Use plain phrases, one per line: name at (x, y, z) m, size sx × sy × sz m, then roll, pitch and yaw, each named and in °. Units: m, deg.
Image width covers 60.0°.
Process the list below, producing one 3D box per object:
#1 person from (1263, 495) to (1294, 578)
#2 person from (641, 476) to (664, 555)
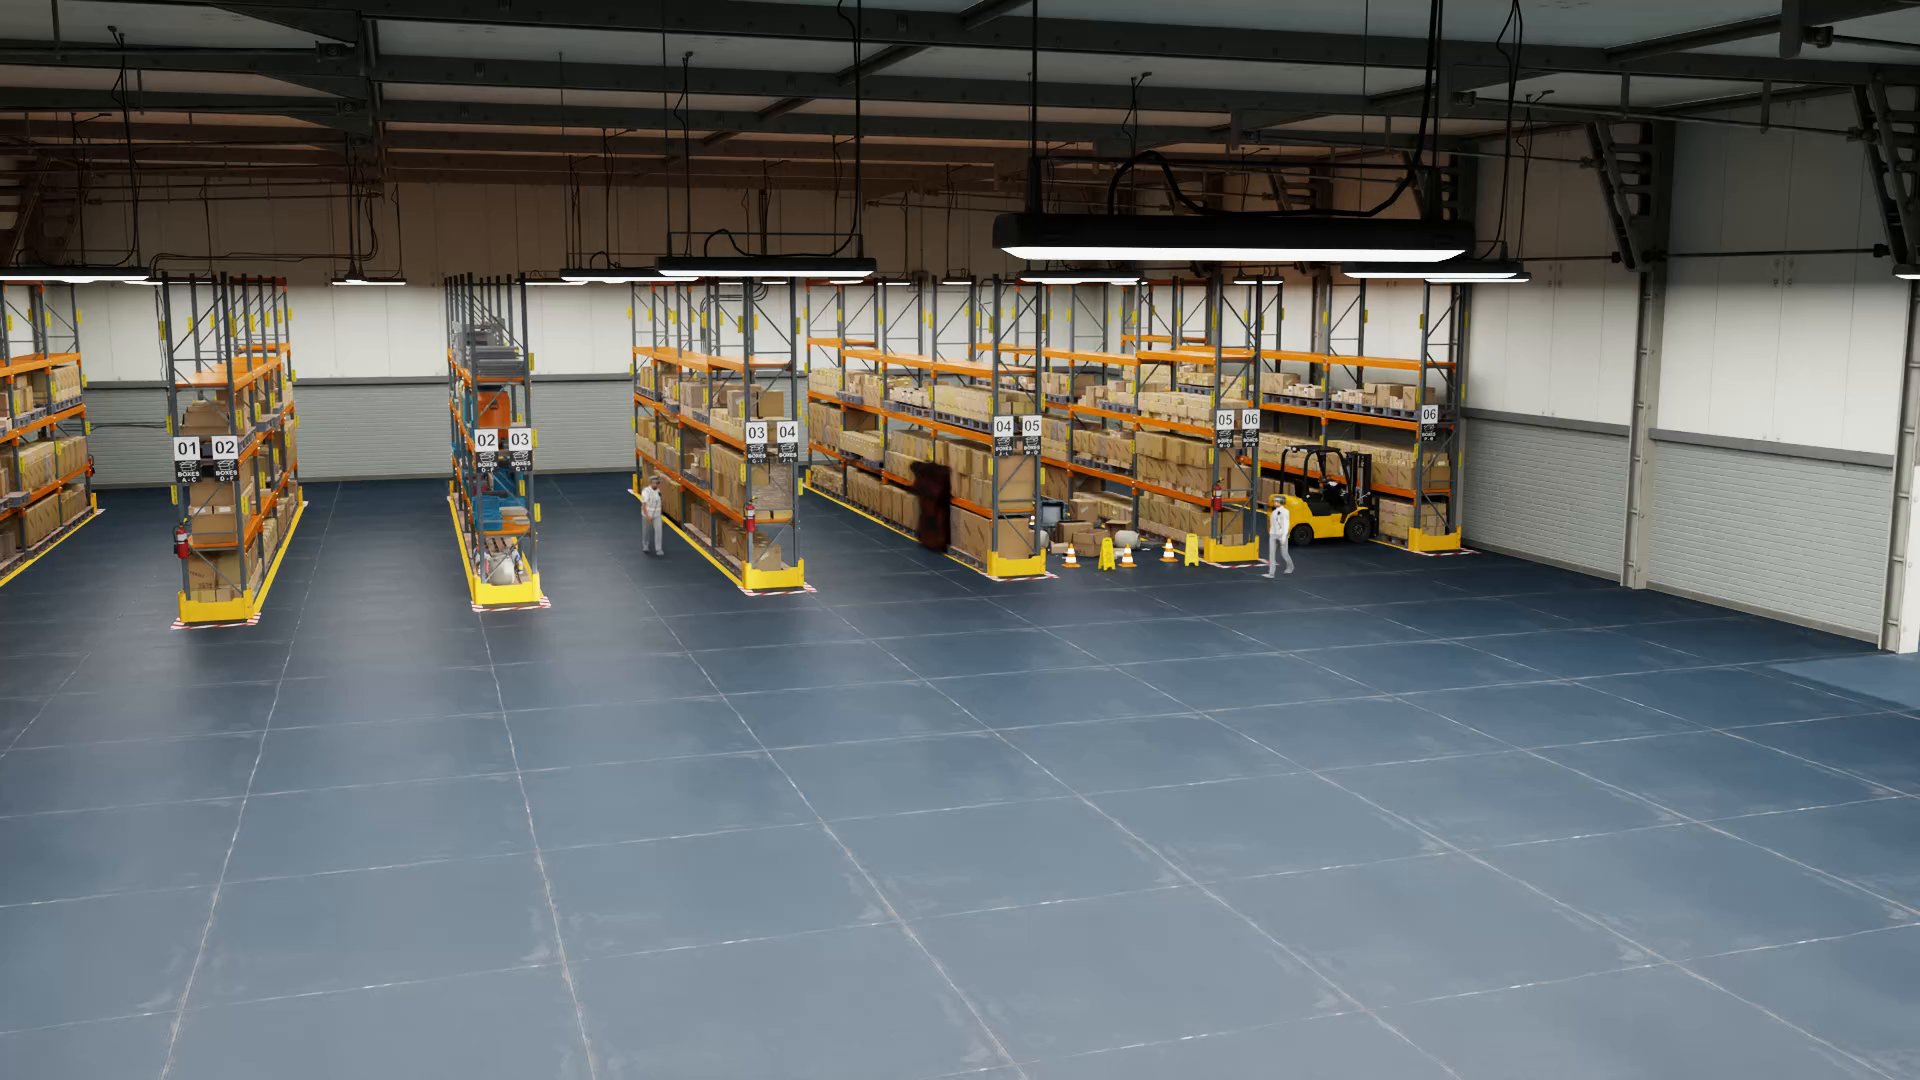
person at (6.353, -0.066, 33.081) m, size 0.465 × 1.642 × 0.790 m, roll 7°, pitch 11°, yaw 38°
person at (-6.658, -0.535, 35.963) m, size 0.496 × 1.693 × 1.048 m, roll -3°, pitch 9°, yaw -18°
